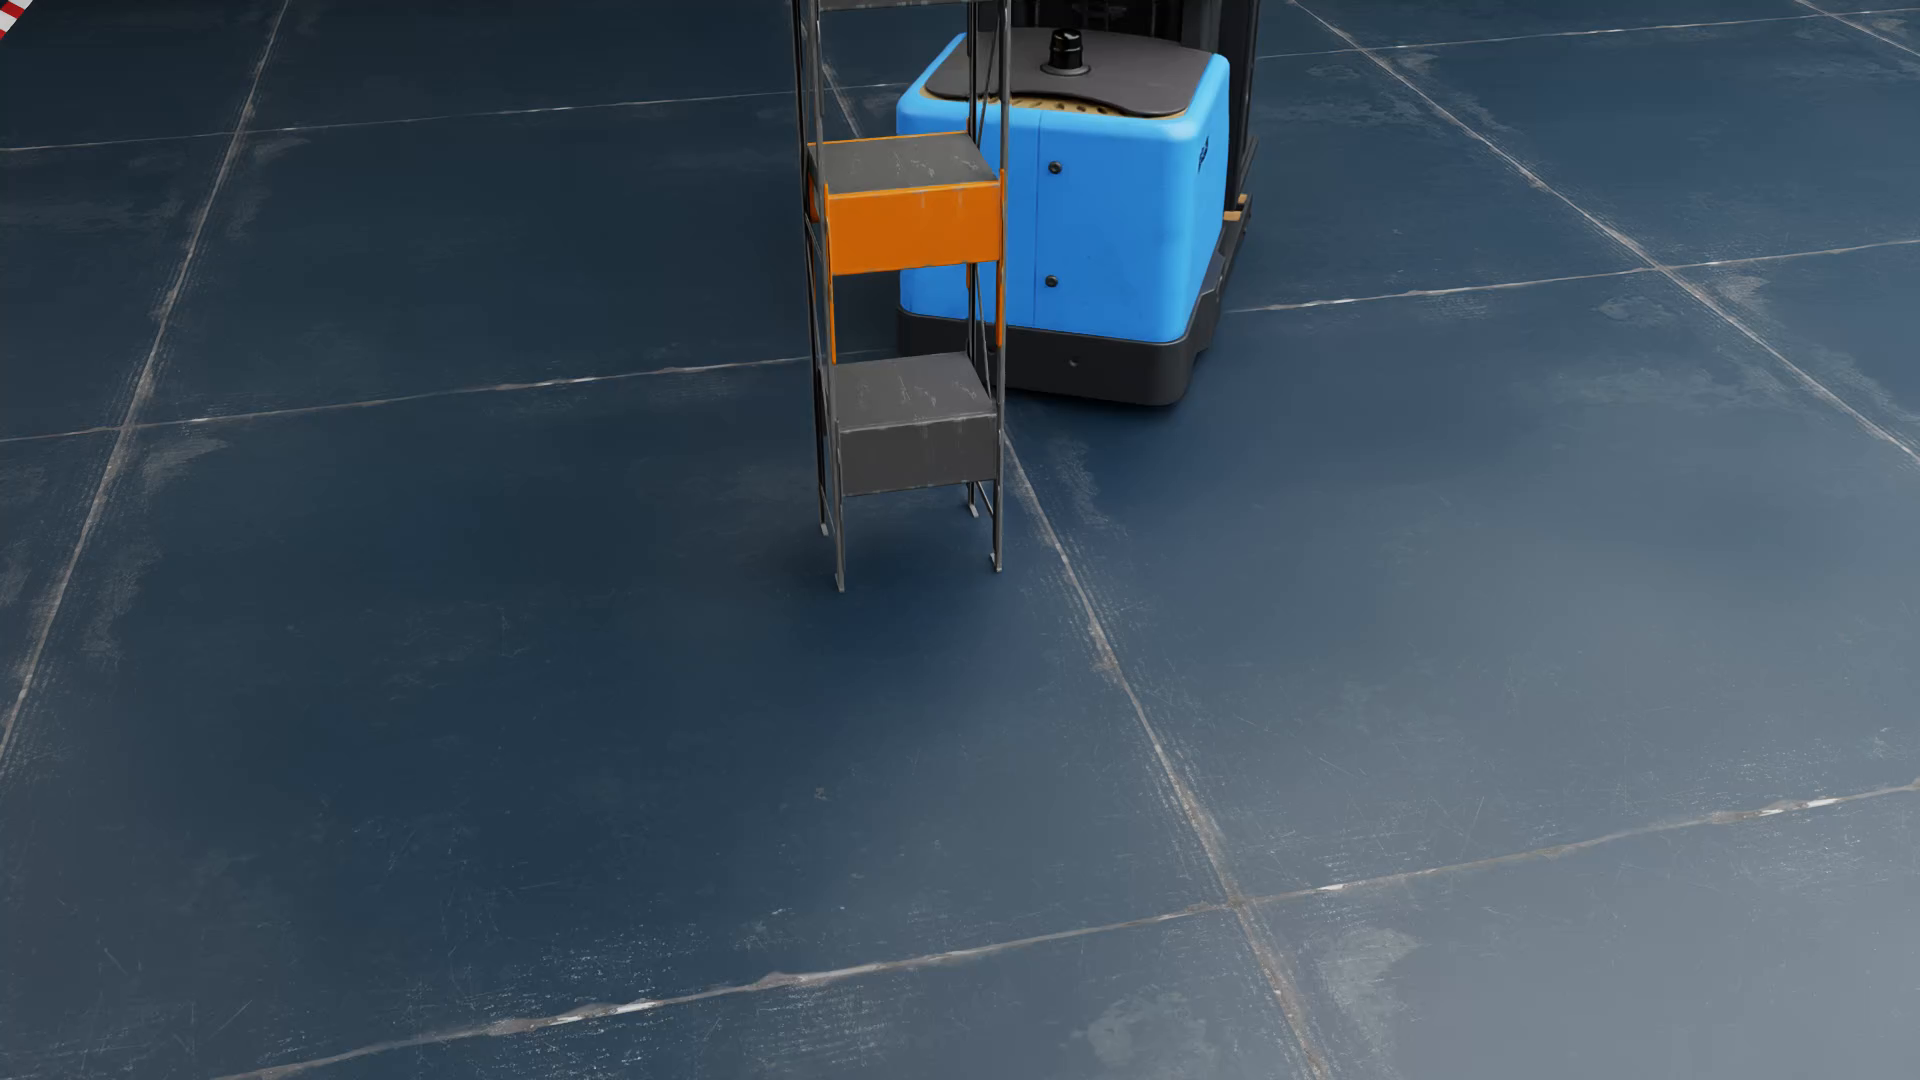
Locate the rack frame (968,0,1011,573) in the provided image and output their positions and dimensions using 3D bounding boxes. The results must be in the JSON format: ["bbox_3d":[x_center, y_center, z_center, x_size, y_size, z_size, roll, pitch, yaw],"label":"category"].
[{"bbox_3d":[0.077,-0.882,4.679,0.015,2.100,0.400,-7,35,-11],"label":"rack frame"}]

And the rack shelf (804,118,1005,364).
[{"bbox_3d":[-0.161,-0.840,4.642,0.480,0.518,0.431,-7,35,-11],"label":"rack shelf"}]

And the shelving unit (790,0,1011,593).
[{"bbox_3d":[-0.161,-0.852,4.635,0.503,2.100,0.431,-7,35,-11],"label":"shelving unit"}]

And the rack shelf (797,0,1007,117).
[{"bbox_3d":[-0.161,-1.421,4.252,0.480,0.518,0.431,-7,35,-11],"label":"rack shelf"}]

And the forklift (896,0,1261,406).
[{"bbox_3d":[0.651,-2.503,6.349,1.130,2.935,3.031,9,35,13],"label":"forklift"}]

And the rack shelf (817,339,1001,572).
[{"bbox_3d":[-0.161,-0.259,5.032,0.480,0.518,0.431,-7,35,-11],"label":"rack shelf"}]

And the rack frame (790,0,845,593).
[{"bbox_3d":[-0.399,-0.822,4.590,0.015,2.100,0.400,-7,35,-11],"label":"rack frame"}]
